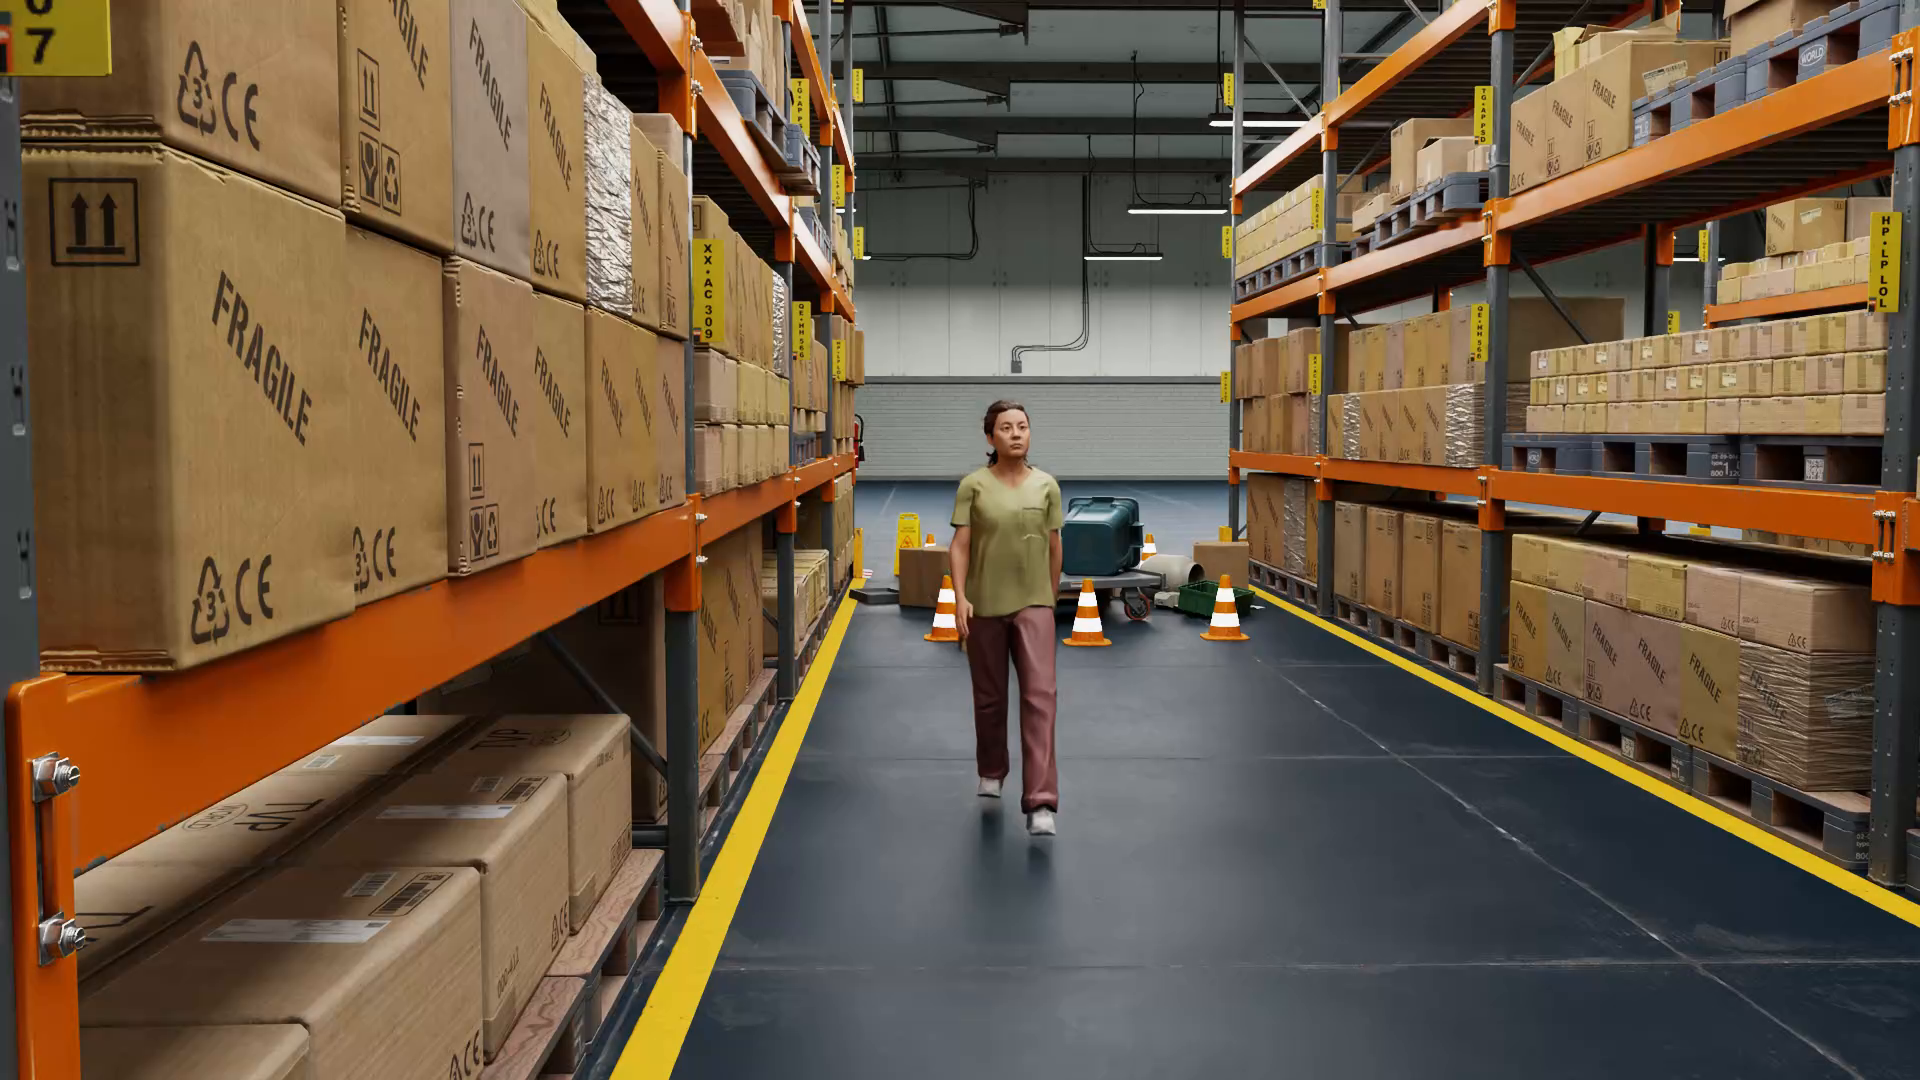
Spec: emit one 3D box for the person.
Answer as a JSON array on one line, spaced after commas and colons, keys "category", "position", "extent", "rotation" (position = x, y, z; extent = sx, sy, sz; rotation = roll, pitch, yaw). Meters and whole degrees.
[{"category": "person", "position": [0.184, 0.270, 6.389], "extent": [0.451, 1.604, 0.995], "rotation": [0, 4, -1]}]
